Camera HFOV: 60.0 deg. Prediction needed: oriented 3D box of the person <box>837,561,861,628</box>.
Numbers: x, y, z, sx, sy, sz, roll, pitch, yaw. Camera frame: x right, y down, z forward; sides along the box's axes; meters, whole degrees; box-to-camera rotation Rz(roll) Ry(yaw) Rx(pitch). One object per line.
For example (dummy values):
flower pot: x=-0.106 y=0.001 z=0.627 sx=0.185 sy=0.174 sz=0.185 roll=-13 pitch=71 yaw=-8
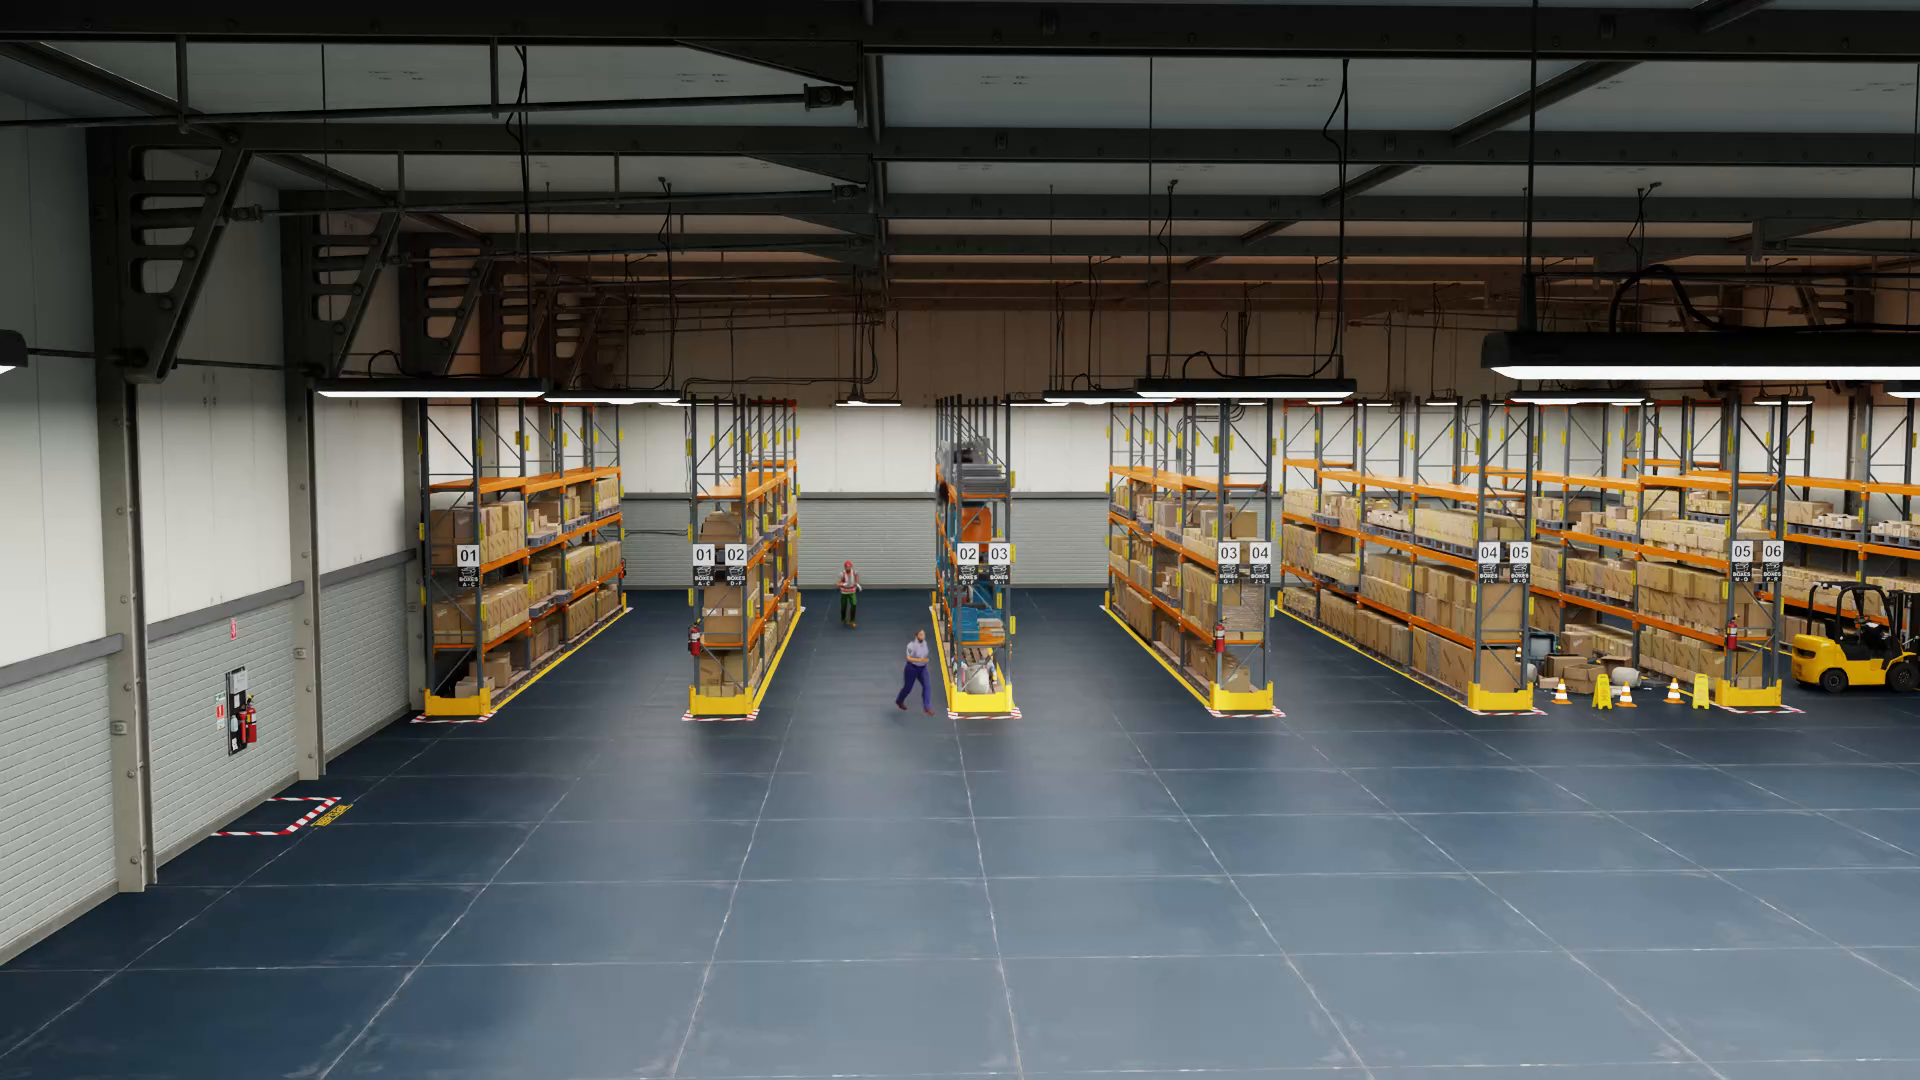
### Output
person: x=-2.932 y=1.407 z=43.826 sx=0.703 sy=1.753 sz=0.988 roll=-1 pitch=5 yaw=-14

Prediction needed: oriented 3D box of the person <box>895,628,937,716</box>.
person: x=-0.845 y=2.452 z=31.171 sx=0.617 sy=1.632 sz=0.971 roll=-4 pitch=6 yaw=-42
